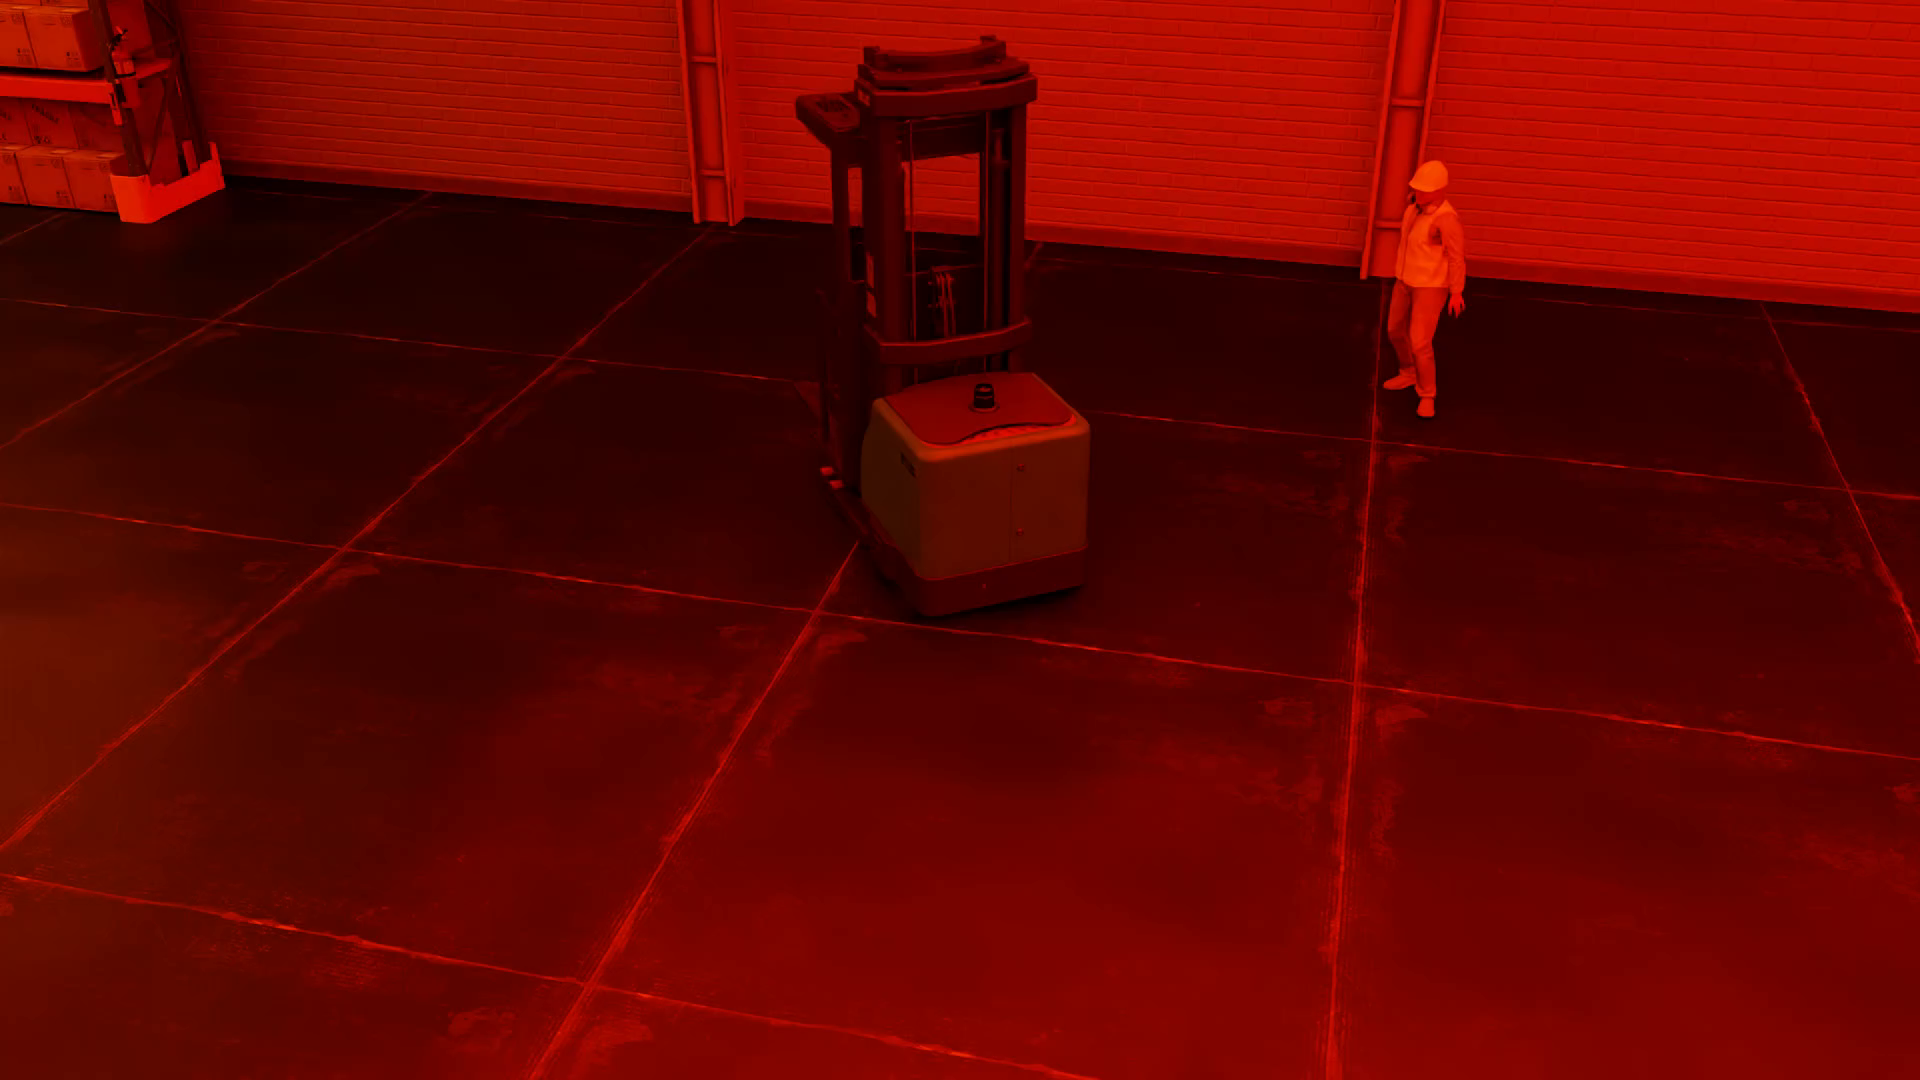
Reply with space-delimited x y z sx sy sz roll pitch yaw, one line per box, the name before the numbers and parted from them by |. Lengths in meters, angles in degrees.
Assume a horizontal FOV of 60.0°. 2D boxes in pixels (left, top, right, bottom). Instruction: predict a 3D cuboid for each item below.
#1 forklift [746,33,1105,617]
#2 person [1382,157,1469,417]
forklift | -0.388 -1.535 9.879 1.130 2.935 3.031 -17 34 -28
person | 3.227 -1.811 11.579 0.446 1.744 0.840 -12 32 -20
